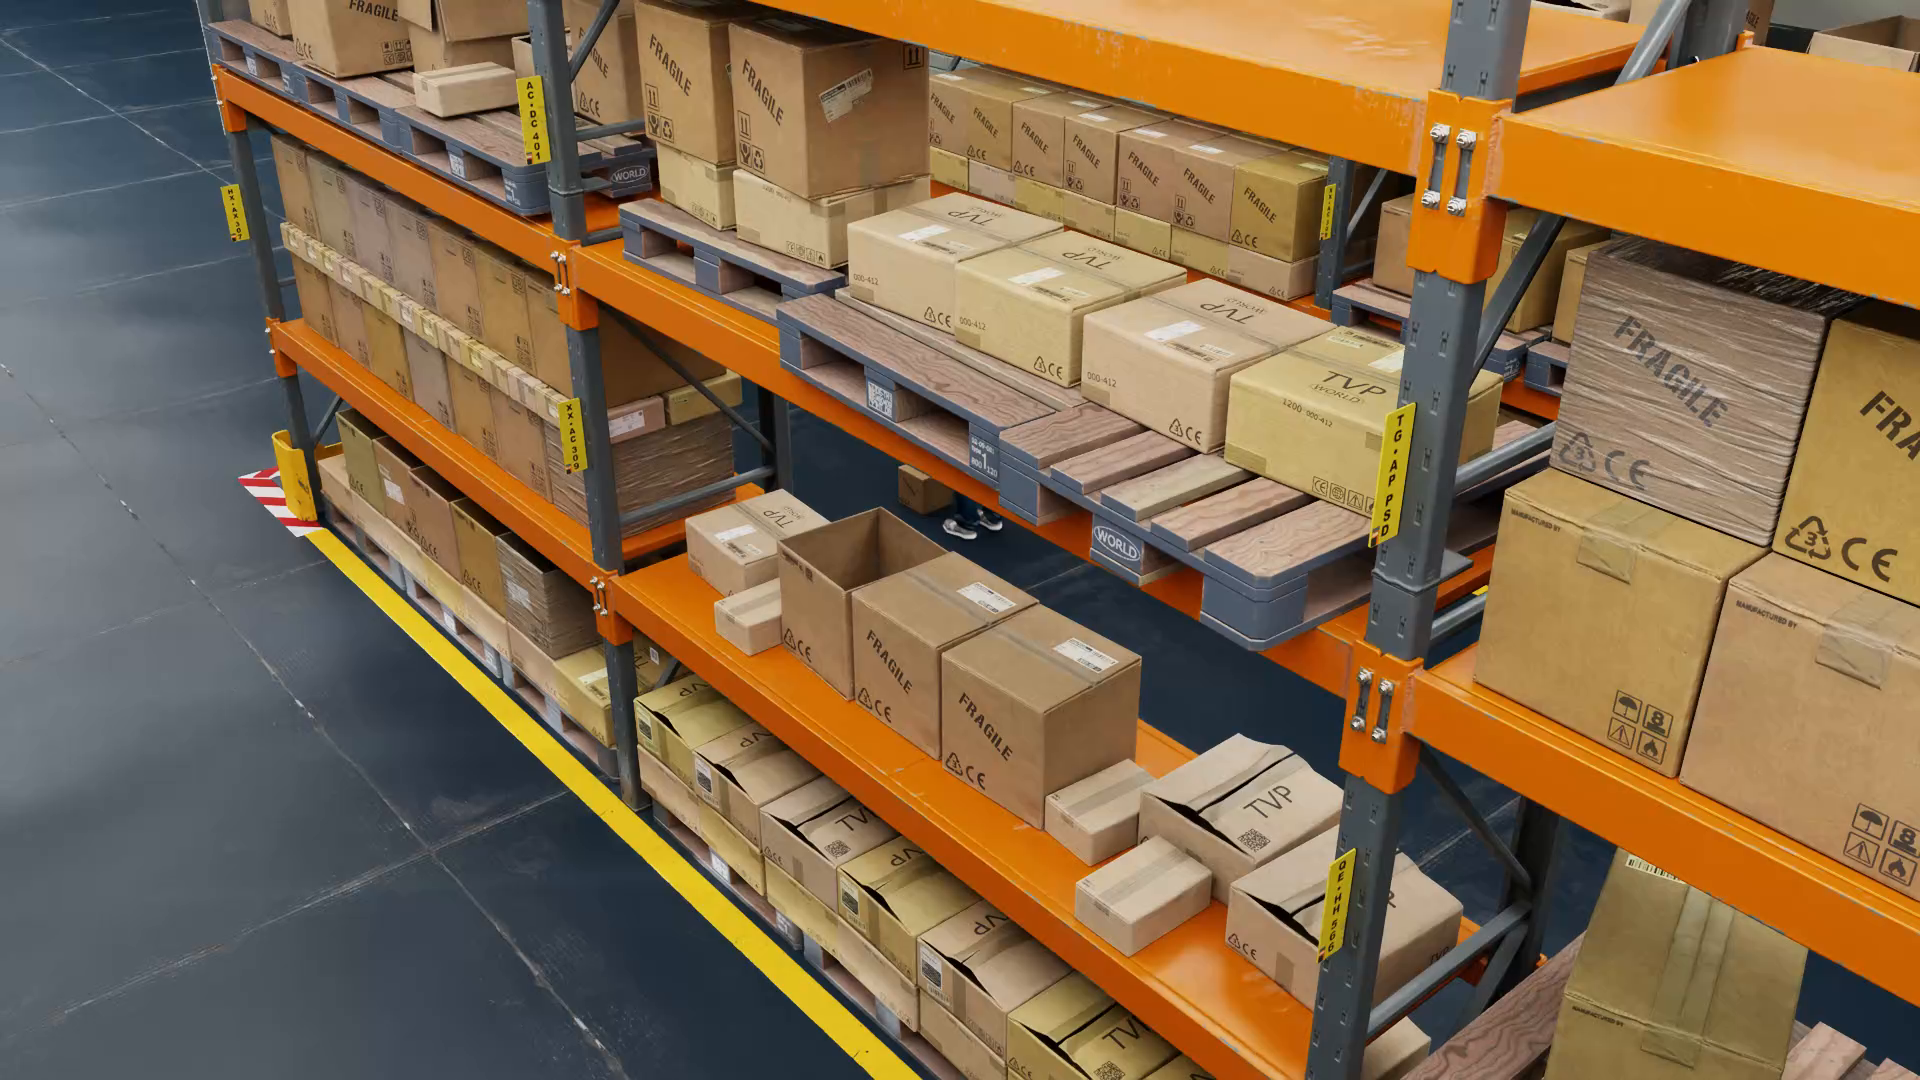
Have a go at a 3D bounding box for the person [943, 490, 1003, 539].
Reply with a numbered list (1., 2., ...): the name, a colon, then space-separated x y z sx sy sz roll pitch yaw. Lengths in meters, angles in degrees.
1. person: 0.068 -0.741 10.031 0.412 1.570 0.316 -21 35 -34
